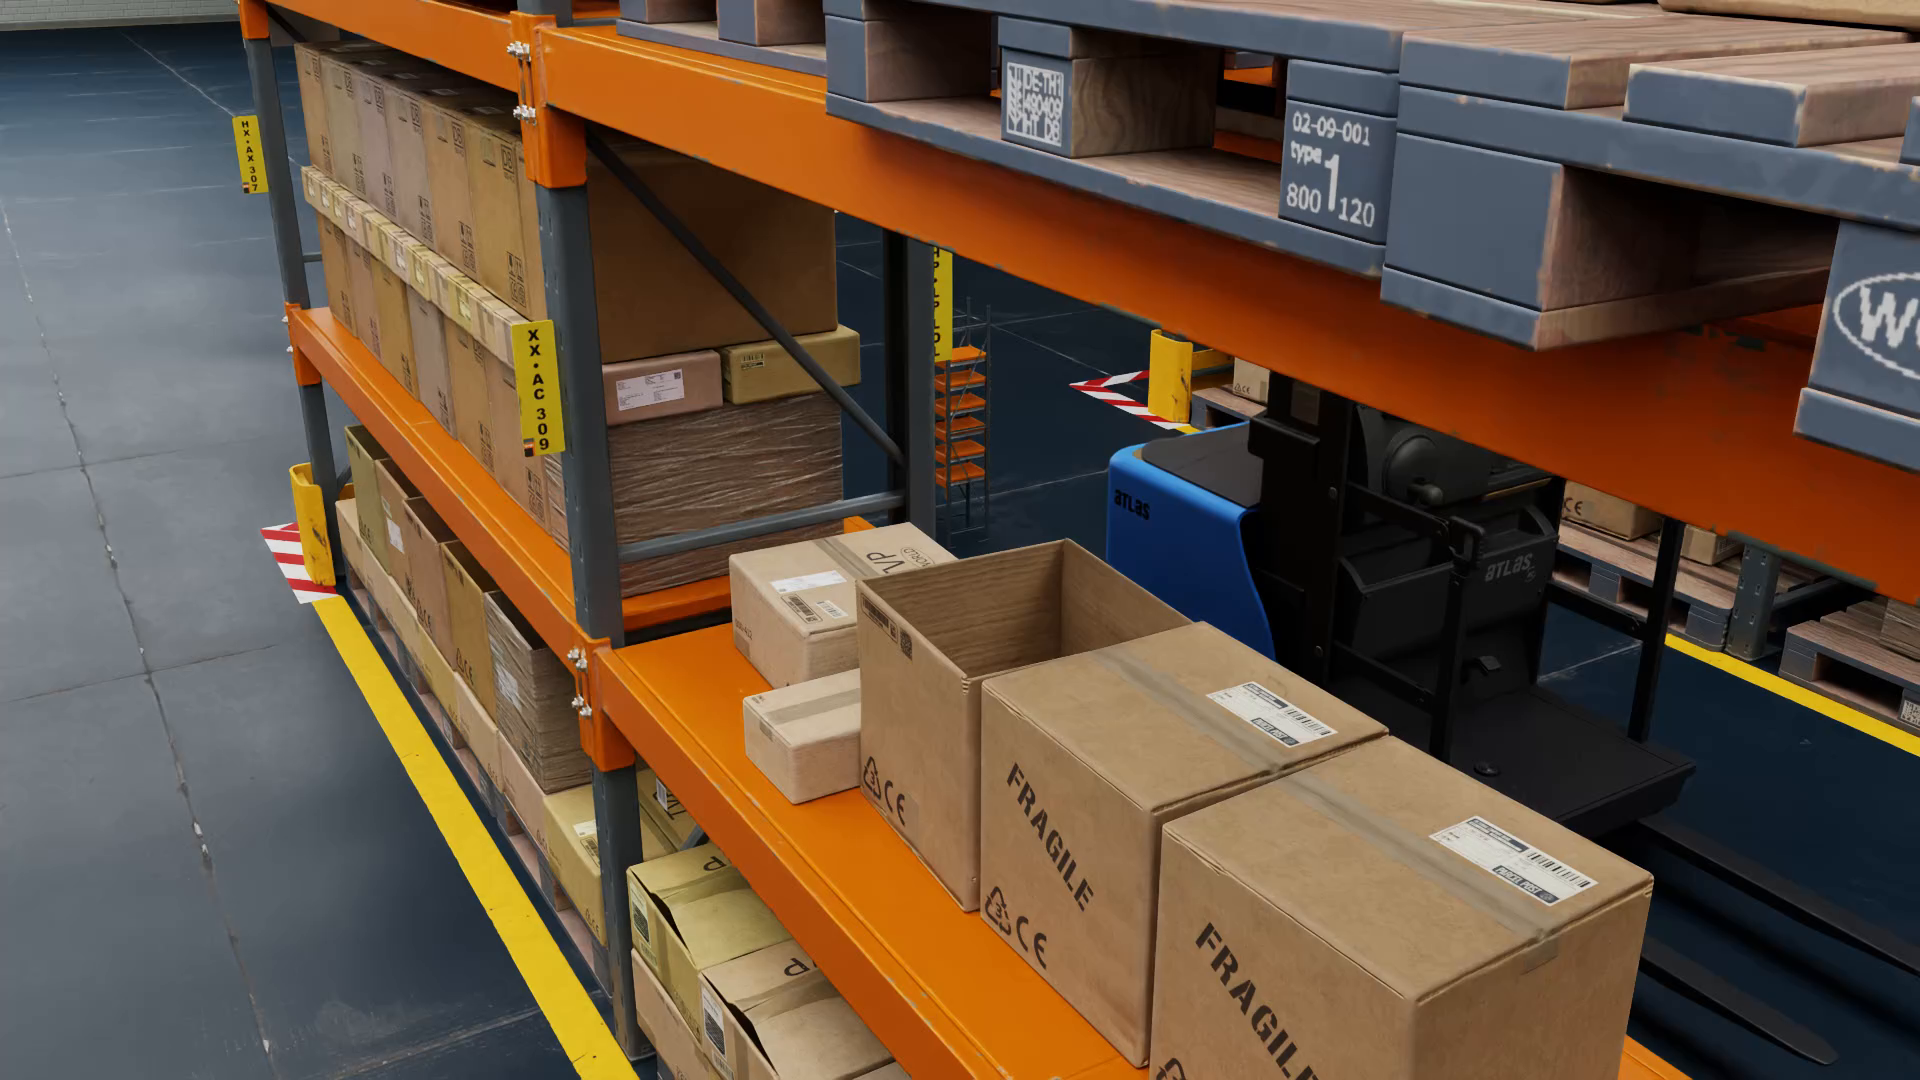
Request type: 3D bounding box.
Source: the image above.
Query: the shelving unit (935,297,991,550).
[{"bbox_3d":[-0.007,-0.561,8.097,0.258,1.200,0.189,-13,25,-28],"label":"shelving unit"}]

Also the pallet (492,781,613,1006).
[{"bbox_3d":[-0.897,0.998,5.576,1.003,0.211,1.213,-13,25,-28],"label":"pallet"}]

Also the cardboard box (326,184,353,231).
[{"bbox_3d":[-2.291,-1.336,6.619,0.380,0.149,0.250,-12,25,-28],"label":"cardboard box"}]

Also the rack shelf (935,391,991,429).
[{"bbox_3d":[-0.007,-0.631,8.069,0.258,0.103,0.180,-13,25,-28],"label":"rack shelf"}]

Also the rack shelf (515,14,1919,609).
[{"bbox_3d":[0.495,-0.437,2.375,1.077,0.370,4.000,-13,25,-28],"label":"rack shelf"}]

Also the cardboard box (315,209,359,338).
[{"bbox_3d":[-2.342,-1.216,7.186,0.700,0.500,0.500,-13,25,-28],"label":"cardboard box"}]

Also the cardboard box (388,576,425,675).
[{"bbox_3d":[-1.973,0.296,6.694,0.500,0.250,0.500,-13,25,-28],"label":"cardboard box"}]

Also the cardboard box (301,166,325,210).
[{"bbox_3d":[-2.554,-1.501,7.028,0.380,0.149,0.250,-13,25,-29],"label":"cardboard box"}]

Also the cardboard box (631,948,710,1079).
[{"bbox_3d":[-0.533,1.229,4.398,0.500,0.250,0.500,-13,26,-29],"label":"cardboard box"}]

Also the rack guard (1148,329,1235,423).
[{"bbox_3d":[1.726,-1.095,10.340,1.175,0.500,0.348,-13,25,-28],"label":"rack guard"}]

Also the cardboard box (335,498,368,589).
[{"bbox_3d":[-2.487,-0.027,7.489,0.500,0.250,0.500,-13,25,-28],"label":"cardboard box"}]

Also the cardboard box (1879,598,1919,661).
[{"bbox_3d":[4.121,0.207,6.554,0.700,0.500,0.500,-12,25,-26],"label":"cardboard box"}]

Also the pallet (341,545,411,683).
[{"bbox_3d":[-2.143,0.208,7.519,1.003,0.211,1.213,-13,25,-28],"label":"pallet"}]

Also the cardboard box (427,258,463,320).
[{"bbox_3d":[-1.497,-0.833,5.384,0.380,0.149,0.250,-12,25,-27],"label":"cardboard box"}]

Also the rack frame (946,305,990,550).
[{"bbox_3d":[0.039,-0.531,8.024,0.240,1.200,0.006,-13,25,-28],"label":"rack frame"}]

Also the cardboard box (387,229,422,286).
[{"bbox_3d":[-1.770,-1.004,5.803,0.380,0.149,0.250,-12,25,-28],"label":"cardboard box"}]

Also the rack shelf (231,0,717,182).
[{"bbox_3d":[-1.548,-1.732,5.561,1.077,0.370,4.000,-13,25,-28],"label":"rack shelf"}]

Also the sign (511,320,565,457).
[{"bbox_3d":[-1.003,-0.359,3.956,0.100,0.325,0.005,-13,25,-28],"label":"sign"}]

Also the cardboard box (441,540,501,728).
[{"bbox_3d":[-1.455,0.270,5.761,0.500,0.500,0.500,-13,25,-28],"label":"cardboard box"}]

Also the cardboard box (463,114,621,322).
[{"bbox_3d":[-1.018,-0.981,4.887,0.700,0.500,0.500,-13,25,-28],"label":"cardboard box"}]

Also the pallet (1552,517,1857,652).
[{"bbox_3d":[3.357,0.099,7.788,1.003,0.211,1.213,-13,25,-28],"label":"pallet"}]

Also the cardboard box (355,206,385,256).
[{"bbox_3d":[-2.026,-1.168,6.206,0.380,0.149,0.250,-14,26,-30],"label":"cardboard box"}]

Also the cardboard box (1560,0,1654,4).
[{"bbox_3d":[0.671,-0.738,1.801,0.500,0.250,0.500,-13,26,-29],"label":"cardboard box"}]

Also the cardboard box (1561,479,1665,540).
[{"bbox_3d":[3.166,-0.356,7.940,0.500,0.500,0.500,-15,26,-32],"label":"cardboard box"}]

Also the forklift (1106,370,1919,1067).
[{"bbox_3d":[1.751,-0.329,5.229,1.130,2.935,3.031,-13,26,-29],"label":"forklift"}]

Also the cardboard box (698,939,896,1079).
[{"bbox_3d":[-0.278,1.136,3.882,0.500,0.311,0.500,-13,25,-29],"label":"cardboard box"}]

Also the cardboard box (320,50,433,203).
[{"bbox_3d":[-2.042,-1.631,6.484,0.700,0.500,0.500,-13,26,-30],"label":"cardboard box"}]

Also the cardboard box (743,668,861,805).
[{"bbox_3d":[-0.250,0.414,3.642,0.380,0.149,0.250,-13,25,-28],"label":"cardboard box"}]

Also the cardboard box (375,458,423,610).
[{"bbox_3d":[-1.963,-0.054,6.559,0.500,0.500,0.500,-13,25,-28],"label":"cardboard box"}]

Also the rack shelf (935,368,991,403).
[{"bbox_3d":[-0.007,-0.742,8.023,0.258,0.103,0.180,-13,25,-28],"label":"rack shelf"}]

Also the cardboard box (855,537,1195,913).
[{"bbox_3d":[0.121,0.348,3.340,0.500,0.500,0.500,-11,24,-24],"label":"cardboard box"}]

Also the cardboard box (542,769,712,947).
[{"bbox_3d":[-0.951,0.943,5.102,0.500,0.250,0.500,-13,25,-28],"label":"cardboard box"}]

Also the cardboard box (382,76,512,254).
[{"bbox_3d":[-1.528,-1.305,5.684,0.700,0.500,0.500,-13,25,-28],"label":"cardboard box"}]

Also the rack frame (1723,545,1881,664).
[{"bbox_3d":[3.730,-0.982,6.745,1.000,3.000,0.127,-13,25,-28],"label":"rack frame"}]

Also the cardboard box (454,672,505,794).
[{"bbox_3d":[-1.466,0.620,5.896,0.500,0.250,0.500,-13,25,-28],"label":"cardboard box"}]

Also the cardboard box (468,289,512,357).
[{"bbox_3d":[-1.245,-0.671,4.986,0.380,0.149,0.250,-13,25,-28],"label":"cardboard box"}]

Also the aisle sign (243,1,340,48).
[{"bbox_3d":[-2.867,-2.490,7.001,0.394,0.787,0.004,-13,25,-28],"label":"aisle sign"}]

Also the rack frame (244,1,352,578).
[{"bbox_3d":[-2.570,-1.323,7.583,1.000,3.000,0.127,-13,25,-28],"label":"rack frame"}]

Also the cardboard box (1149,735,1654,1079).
[{"bbox_3d":[0.646,0.680,2.522,0.500,0.500,0.500,-14,26,-31],"label":"cardboard box"}]

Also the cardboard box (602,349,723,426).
[{"bbox_3d":[-0.850,-0.422,4.372,0.380,0.149,0.250,-13,25,-28],"label":"cardboard box"}]

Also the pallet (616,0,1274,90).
[{"bbox_3d":[-0.065,-1.046,3.172,0.805,0.209,1.217,-14,26,-30],"label":"pallet"}]

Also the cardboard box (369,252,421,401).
[{"bbox_3d":[-1.821,-0.885,6.372,0.700,0.500,0.500,-12,25,-28],"label":"cardboard box"}]

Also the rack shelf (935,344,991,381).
[{"bbox_3d":[-0.007,-0.853,7.978,0.258,0.103,0.180,-13,25,-28],"label":"rack shelf"}]

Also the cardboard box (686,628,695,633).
[{"bbox_3d":[-0.756,0.333,5.607,0.500,0.500,0.500,-13,25,-28],"label":"cardboard box"}]

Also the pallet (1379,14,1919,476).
[{"bbox_3d":[1.093,-0.238,1.181,1.213,0.211,1.003,-11,25,-26],"label":"pallet"}]

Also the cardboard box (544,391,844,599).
[{"bbox_3d":[-0.759,-0.217,4.729,0.700,0.500,0.500,-13,26,-30],"label":"cardboard box"}]

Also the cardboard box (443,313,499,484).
[{"bbox_3d":[-1.286,-0.550,5.547,0.700,0.500,0.500,-12,25,-27],"label":"cardboard box"}]
